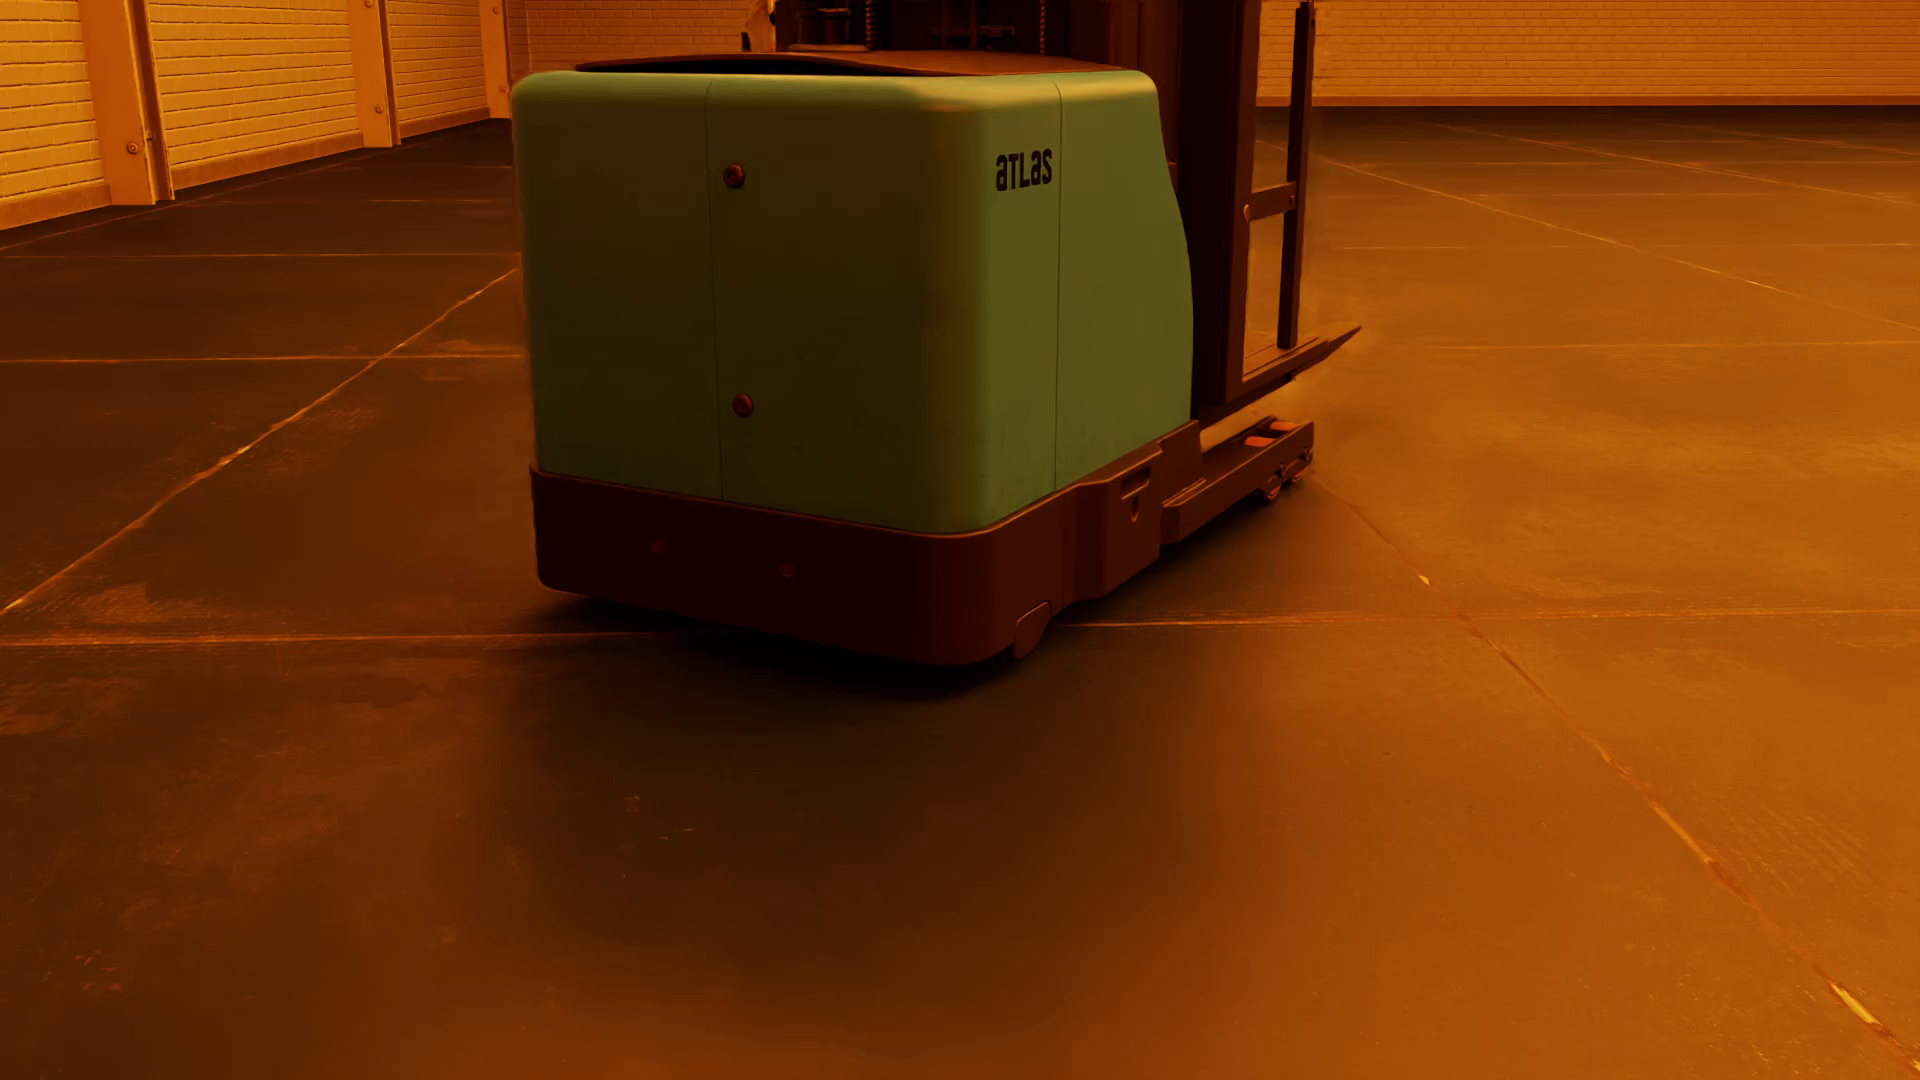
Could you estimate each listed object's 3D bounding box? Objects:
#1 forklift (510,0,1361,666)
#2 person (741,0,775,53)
[{"bbox_3d":[0.289,-1.560,4.006,1.130,2.935,3.031,9,19,28],"label":"forklift"},{"bbox_3d":[-0.724,-1.646,6.841,0.560,1.314,0.471,16,23,41],"label":"person"}]
